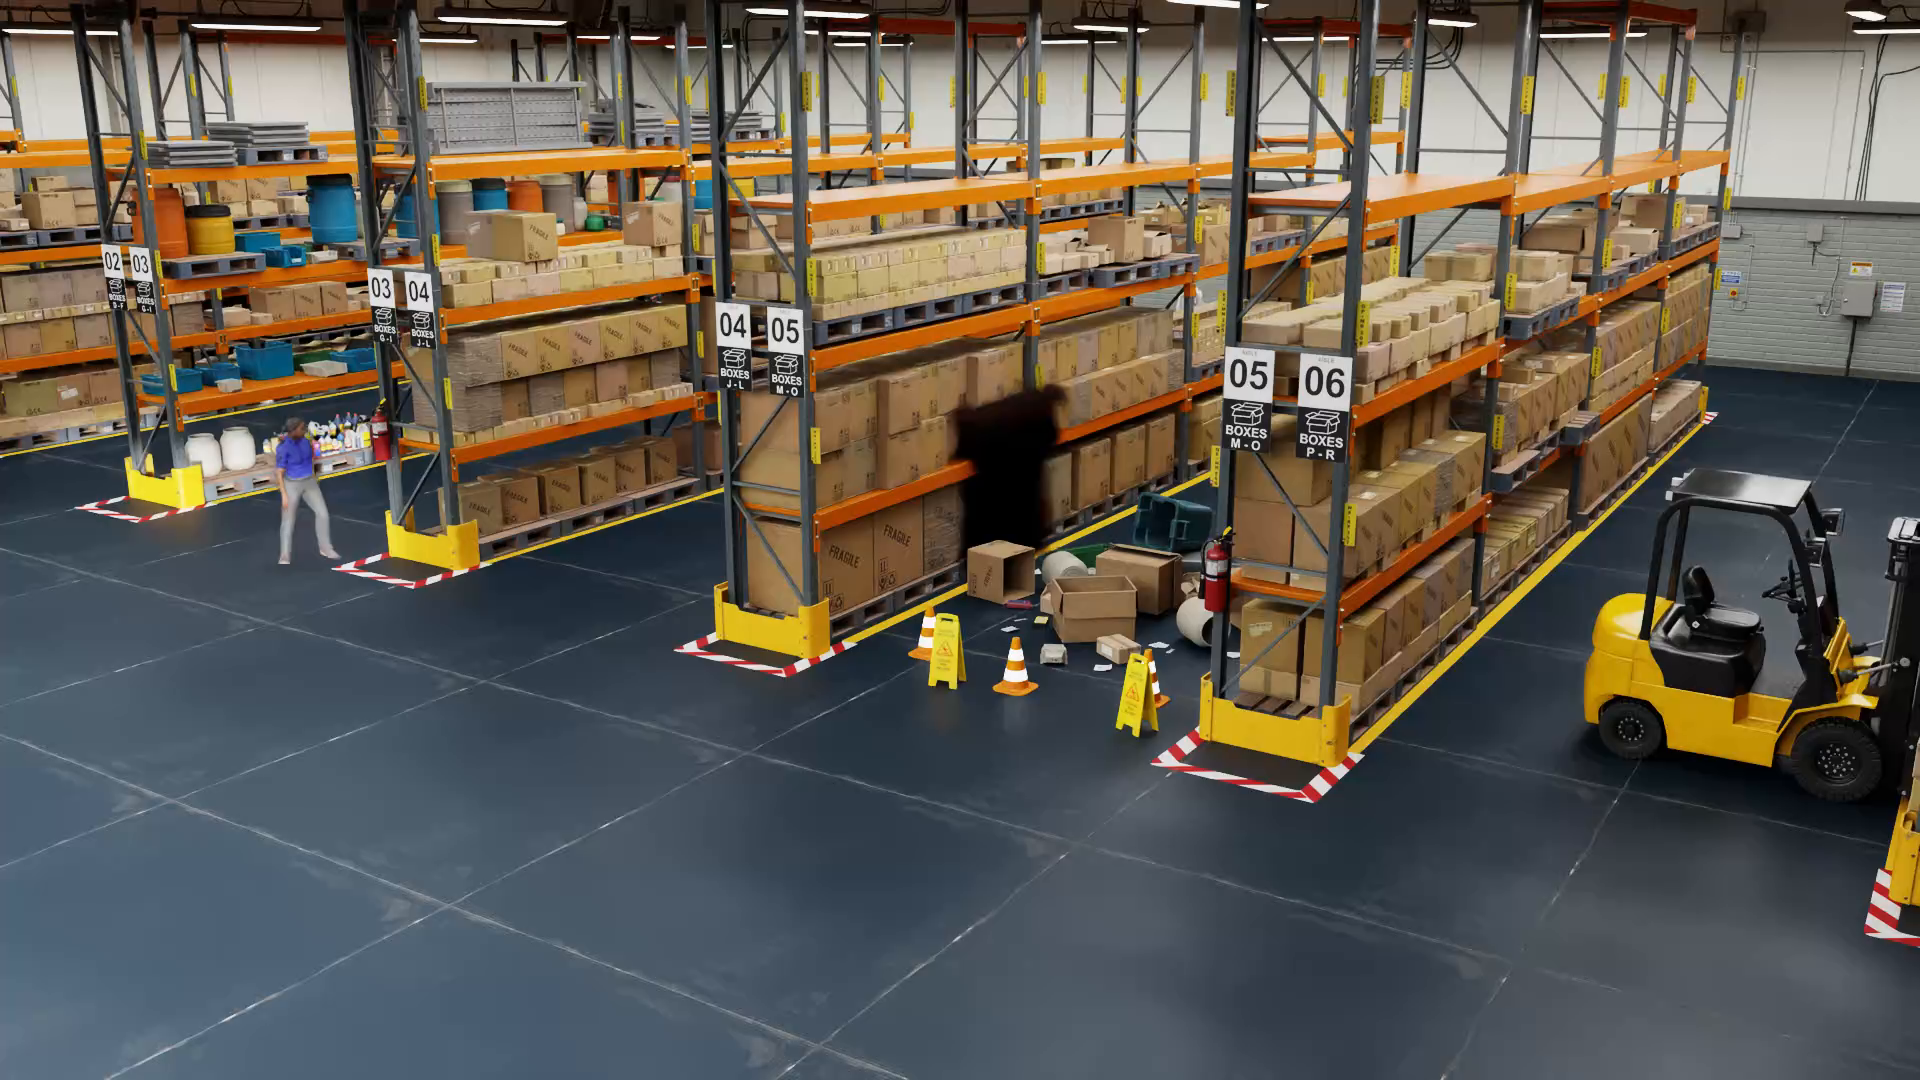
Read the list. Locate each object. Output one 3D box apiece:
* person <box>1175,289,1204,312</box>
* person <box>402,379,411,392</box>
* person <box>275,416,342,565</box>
[{"bbox_3d":[4.261,-4.139,31.015,0.510,1.623,0.959,8,17,25],"label":"person"},{"bbox_3d":[-9.063,-3.343,28.206,0.588,1.618,0.954,11,19,34],"label":"person"},{"bbox_3d":[-7.237,-0.545,18.209,0.492,1.690,0.632,12,19,36],"label":"person"}]
